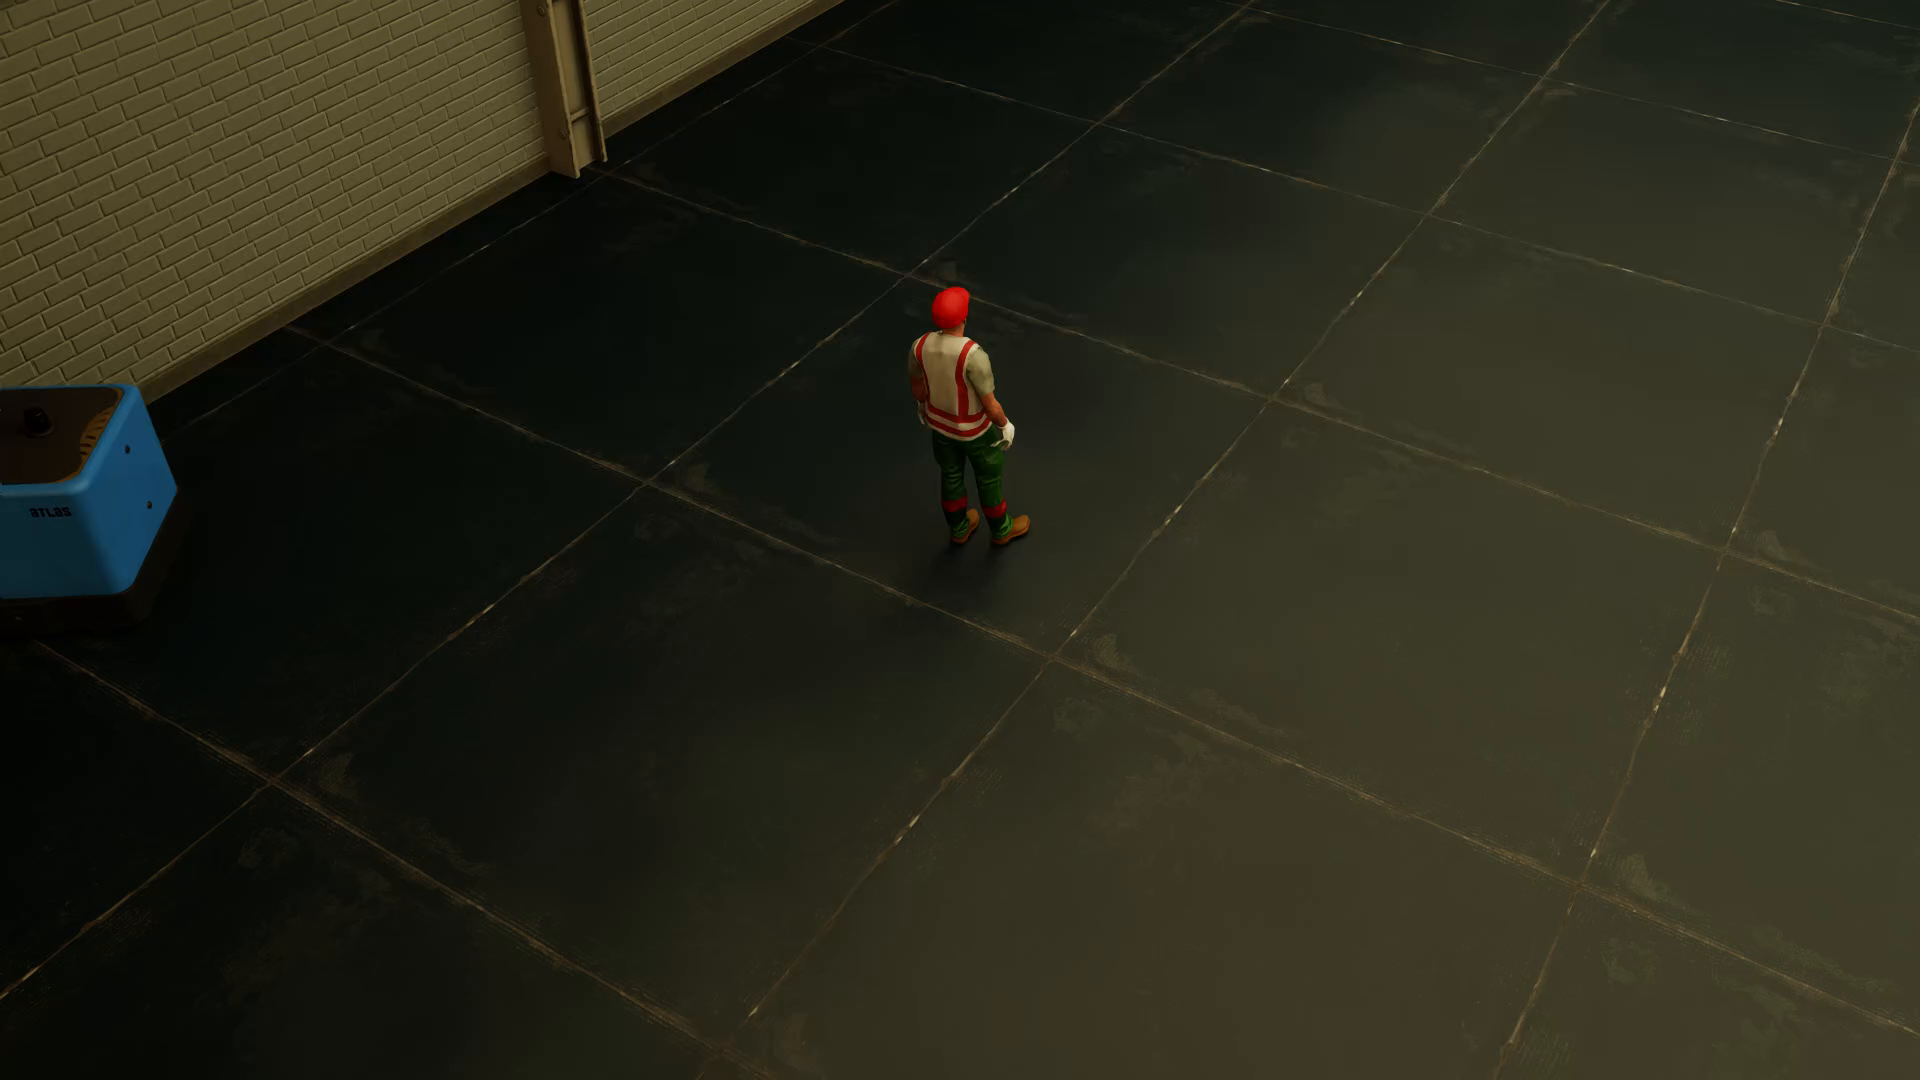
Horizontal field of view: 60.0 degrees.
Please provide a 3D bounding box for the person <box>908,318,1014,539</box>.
[{"bbox_3d":[0.016,-0.690,9.651,0.637,1.687,0.424,22,45,24],"label":"person"}]

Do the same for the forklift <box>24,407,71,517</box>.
[{"bbox_3d":[-6.228,-0.850,8.970,3.031,2.935,1.121,-2,40,-3],"label":"forklift"}]
